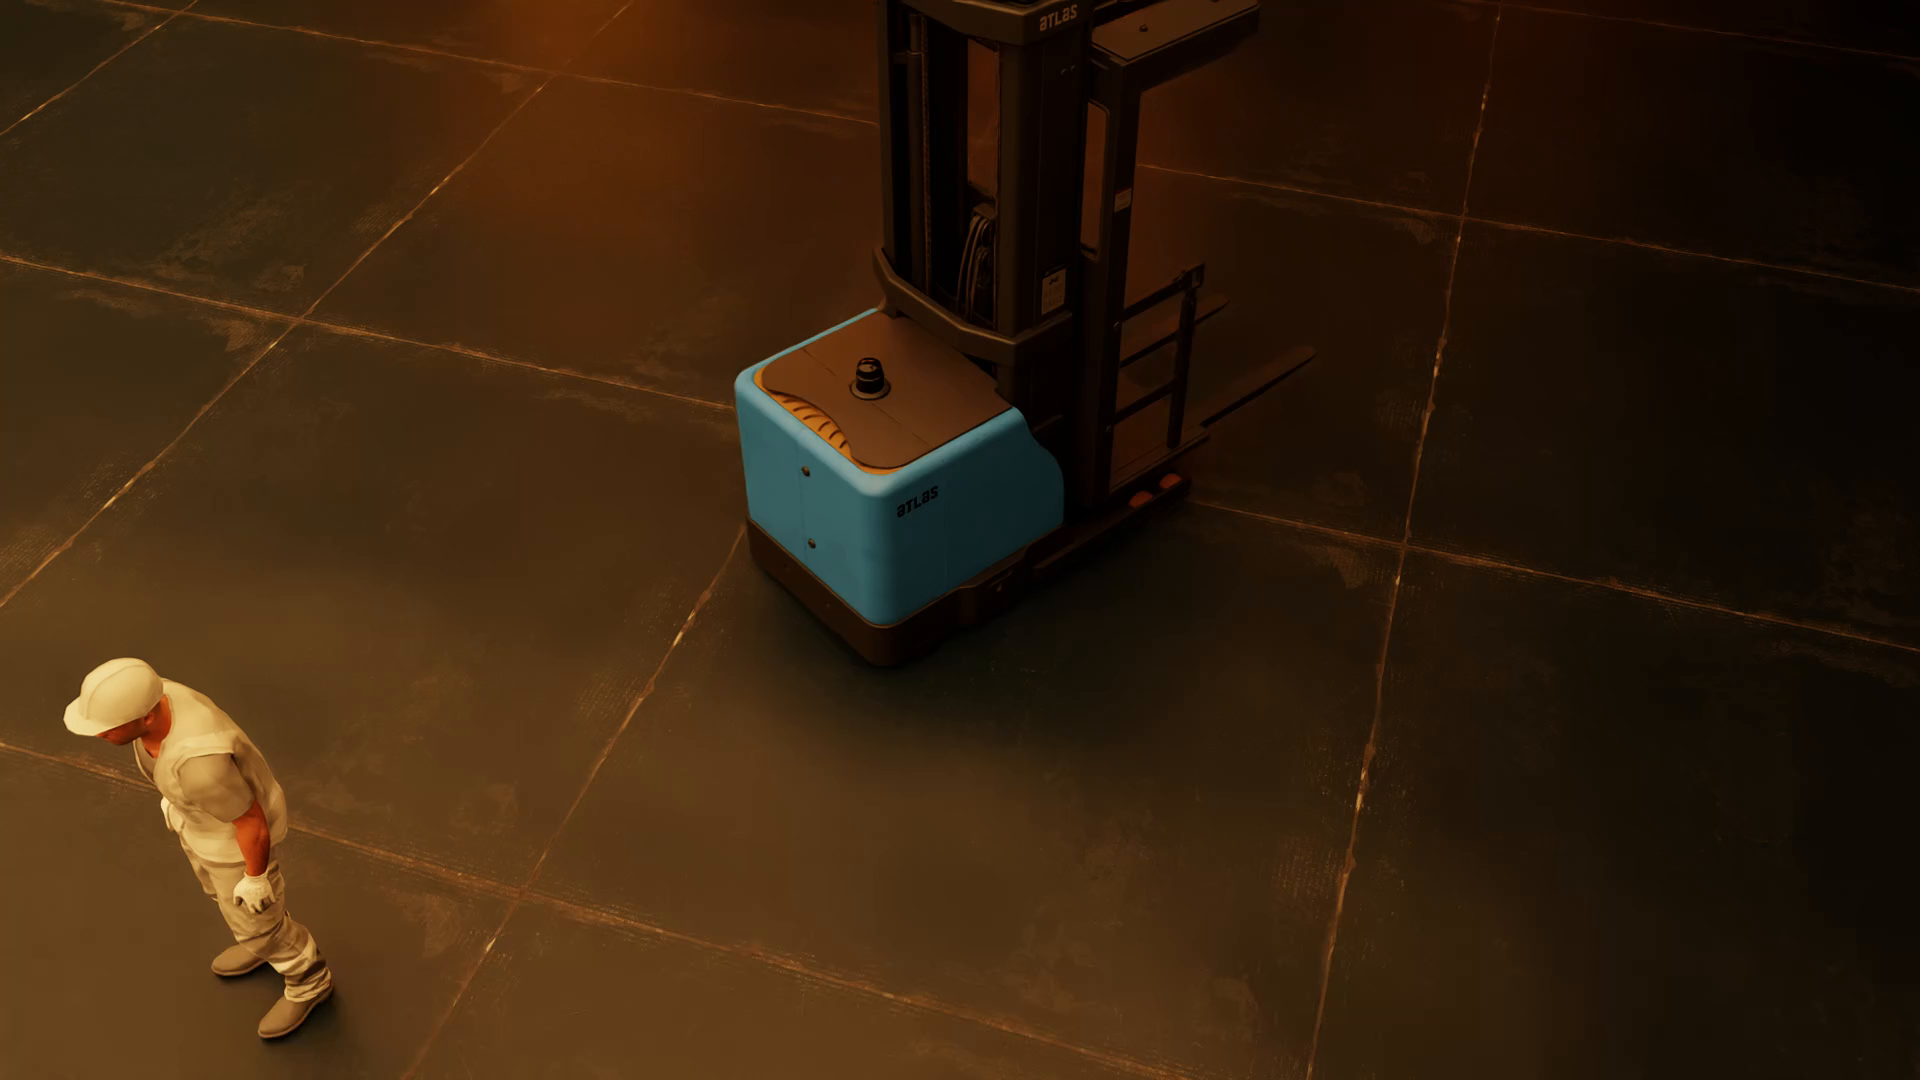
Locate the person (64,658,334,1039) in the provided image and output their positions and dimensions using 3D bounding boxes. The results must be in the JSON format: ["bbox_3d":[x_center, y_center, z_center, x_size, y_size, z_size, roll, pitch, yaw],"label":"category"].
[{"bbox_3d":[-2.454,0.982,5.483,0.608,1.777,0.454,34,53,31],"label":"person"}]

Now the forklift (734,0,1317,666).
[{"bbox_3d":[0.475,-1.388,7.181,3.031,2.935,1.130,-30,51,-28],"label":"forklift"}]
